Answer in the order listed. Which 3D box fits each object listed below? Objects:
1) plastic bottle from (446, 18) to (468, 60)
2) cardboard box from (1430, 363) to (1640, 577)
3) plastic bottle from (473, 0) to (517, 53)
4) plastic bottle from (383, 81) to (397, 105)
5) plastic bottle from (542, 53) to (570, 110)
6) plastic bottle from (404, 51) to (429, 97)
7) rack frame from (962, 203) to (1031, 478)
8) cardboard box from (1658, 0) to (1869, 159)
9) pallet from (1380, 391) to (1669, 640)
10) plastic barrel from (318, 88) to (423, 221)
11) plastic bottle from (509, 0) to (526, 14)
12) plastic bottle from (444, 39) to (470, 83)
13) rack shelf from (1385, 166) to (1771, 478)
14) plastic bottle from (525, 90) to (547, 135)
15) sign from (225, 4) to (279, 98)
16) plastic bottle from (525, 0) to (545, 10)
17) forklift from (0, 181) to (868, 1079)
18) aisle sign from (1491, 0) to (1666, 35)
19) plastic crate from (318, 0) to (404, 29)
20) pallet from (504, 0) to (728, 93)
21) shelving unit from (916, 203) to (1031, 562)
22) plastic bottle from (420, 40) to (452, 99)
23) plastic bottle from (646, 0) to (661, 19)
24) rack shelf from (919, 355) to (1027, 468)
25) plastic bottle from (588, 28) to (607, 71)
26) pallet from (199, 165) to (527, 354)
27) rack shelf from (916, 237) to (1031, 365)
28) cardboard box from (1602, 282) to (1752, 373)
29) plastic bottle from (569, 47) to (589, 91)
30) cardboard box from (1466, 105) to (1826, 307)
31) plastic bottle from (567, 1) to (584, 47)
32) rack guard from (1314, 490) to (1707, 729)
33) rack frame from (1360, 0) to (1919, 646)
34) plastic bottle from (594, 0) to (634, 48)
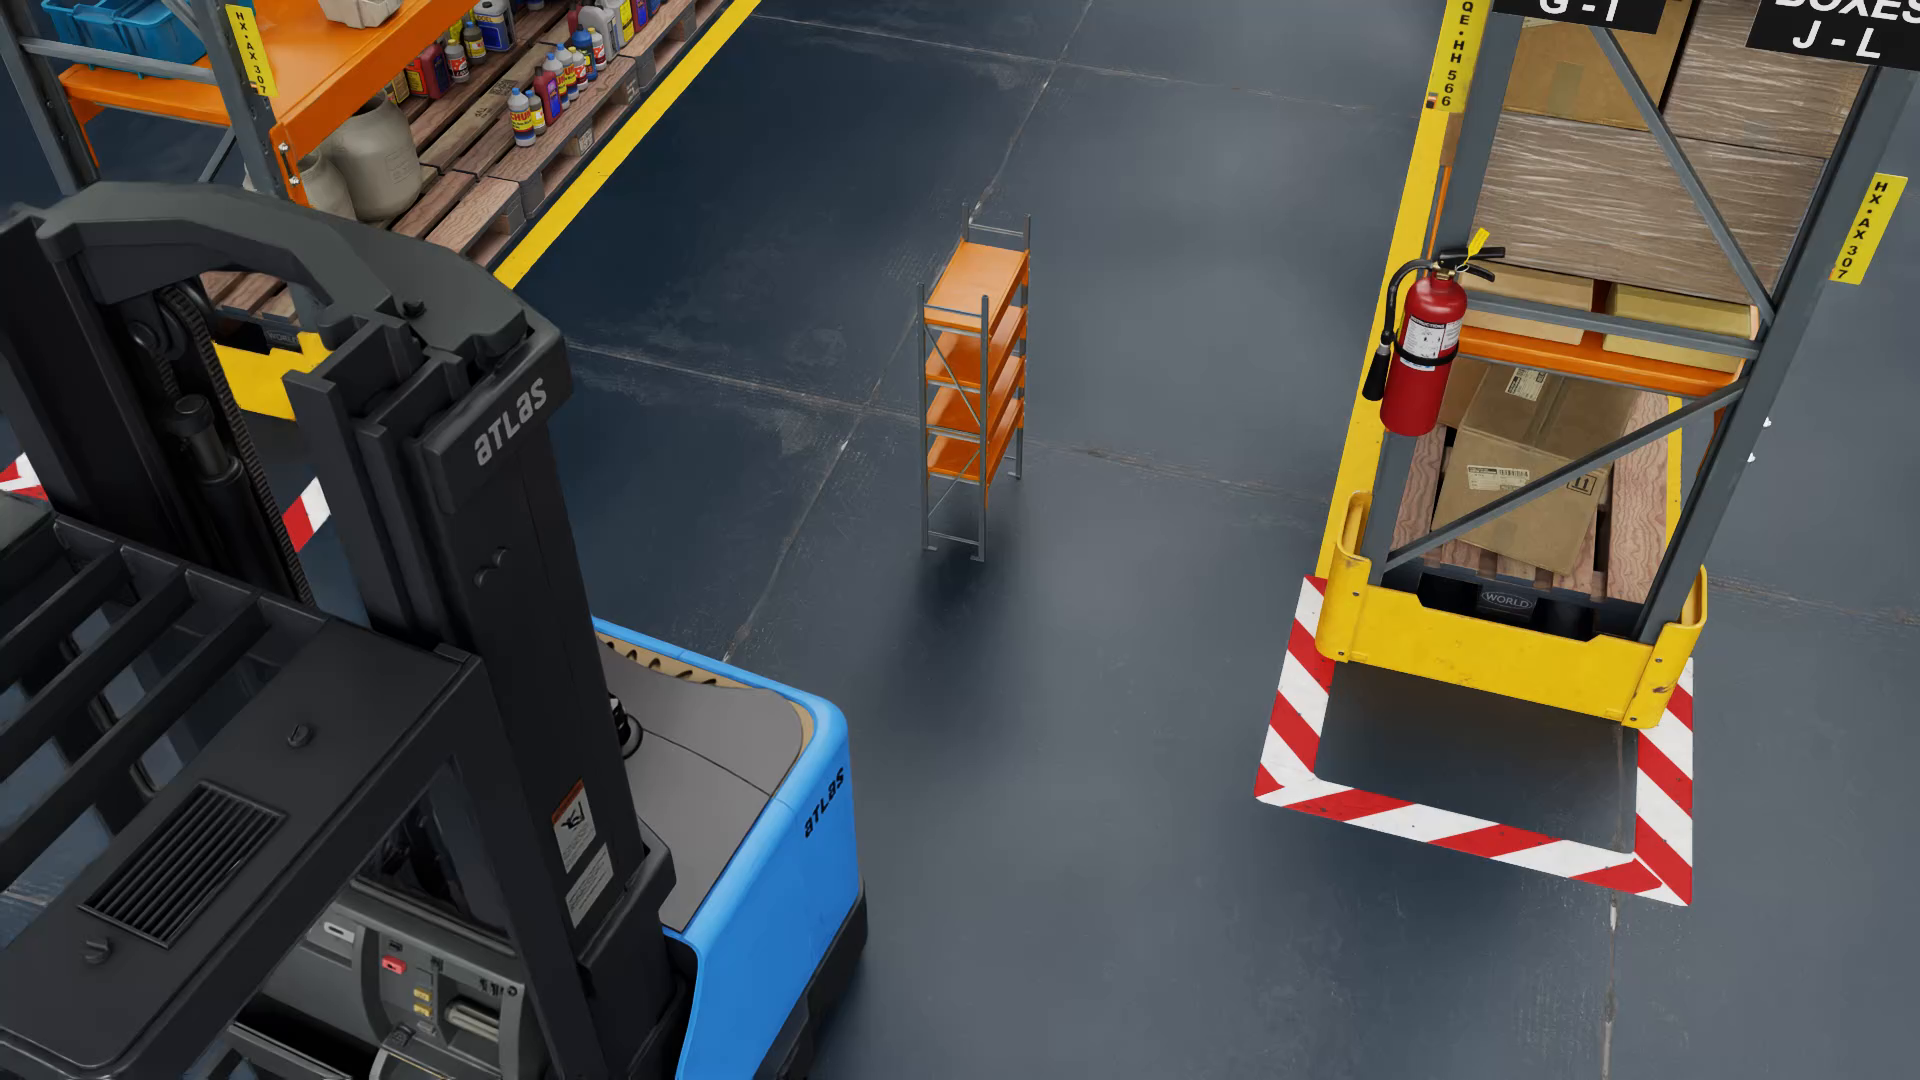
[{"bbox_3d":[-2.569,-2.553,8.294,0.144,0.351,0.185,14,46,14],"label":"plastic bottle"},{"bbox_3d":[2.027,-0.280,5.878,0.500,0.500,0.500,21,48,20],"label":"cardboard box"},{"bbox_3d":[-2.364,-2.636,8.432,0.152,0.276,0.135,13,46,13],"label":"plastic bottle"},{"bbox_3d":[-2.760,-2.134,7.972,0.097,0.201,0.097,0,44,0],"label":"plastic bottle"},{"bbox_3d":[-1.948,-2.213,8.003,0.097,0.271,0.097,0,44,0],"label":"plastic bottle"},{"bbox_3d":[-2.657,-2.323,8.112,0.152,0.276,0.135,13,46,13],"label":"plastic bottle"},{"bbox_3d":[0.124,-0.702,6.109,0.240,1.200,0.015,13,46,13],"label":"rack frame"},{"bbox_3d":[2.248,-1.419,4.556,0.500,0.500,0.500,13,46,13],"label":"cardboard box"},{"bbox_3d":[2.125,-0.199,6.302,1.003,0.211,1.213,13,46,13],"label":"pallet"},{"bbox_3d":[-2.620,-1.709,7.331,0.421,0.512,0.421,0,44,0],"label":"plastic barrel"},{"bbox_3d":[-2.384,-2.960,8.710,0.144,0.351,0.185,11,45,11],"label":"plastic bottle"},{"bbox_3d":[-2.491,-2.374,8.218,0.097,0.201,0.097,0,44,0],"label":"plastic bottle"},{"bbox_3d":[2.428,-1.687,6.343,1.077,0.370,4.000,13,46,13],"label":"rack shelf"},{"bbox_3d":[-2.021,-2.028,7.864,0.097,0.201,0.097,0,44,0],"label":"plastic bottle"},{"bbox_3d":[-2.375,-1.639,5.582,0.100,0.325,0.005,13,46,13],"label":"sign"},{"bbox_3d":[-2.256,-2.936,8.741,0.097,0.271,0.097,0,44,0],"label":"plastic bottle"},{"bbox_3d":[-1.340,0.950,3.183,1.130,2.935,3.031,17,47,17],"label":"forklift"},{"bbox_3d":[1.517,-1.562,3.843,0.394,0.787,0.004,13,46,13],"label":"aisle sign"},{"bbox_3d":[-2.321,-2.094,6.433,0.298,0.136,0.250,13,46,13],"label":"plastic crate"},{"bbox_3d":[-1.930,-2.890,9.053,1.003,0.211,1.213,13,46,13],"label":"pallet"},{"bbox_3d":[0.050,-0.539,5.943,0.258,1.200,0.503,13,46,13],"label":"shelving unit"},{"bbox_3d":[-2.556,-2.303,8.086,0.061,0.283,0.133,13,46,13],"label":"plastic bottle"},{"bbox_3d":[-1.665,-2.918,8.667,0.144,0.351,0.185,10,45,10],"label":"plastic bottle"},{"bbox_3d":[0.050,-0.491,5.990,0.258,0.148,0.480,13,46,13],"label":"rack shelf"},{"bbox_3d":[-1.826,-2.457,8.303,0.097,0.201,0.097,0,44,0],"label":"plastic bottle"},{"bbox_3d":[-2.669,-1.264,7.391,1.003,0.211,1.213,13,46,13],"label":"pallet"},{"bbox_3d":[0.050,-0.820,5.668,0.258,0.148,0.480,13,46,13],"label":"rack shelf"},{"bbox_3d":[2.136,-0.660,4.960,0.380,0.149,0.250,13,46,13],"label":"cardboard box"},{"bbox_3d":[-1.888,-2.320,8.163,0.097,0.201,0.097,0,44,0],"label":"plastic bottle"},{"bbox_3d":[2.015,-1.113,4.959,0.875,0.500,0.500,13,46,13],"label":"cardboard box"},{"bbox_3d":[-1.918,-2.593,8.383,0.061,0.283,0.133,13,46,13],"label":"plastic bottle"},{"bbox_3d":[1.845,0.232,5.655,1.175,0.500,0.348,13,46,13],"label":"rack guard"},{"bbox_3d":[1.822,-0.611,4.729,1.000,3.000,0.127,13,46,13],"label":"rack frame"},{"bbox_3d":[-1.763,-2.703,8.447,0.144,0.351,0.185,12,46,12],"label":"plastic bottle"}]
